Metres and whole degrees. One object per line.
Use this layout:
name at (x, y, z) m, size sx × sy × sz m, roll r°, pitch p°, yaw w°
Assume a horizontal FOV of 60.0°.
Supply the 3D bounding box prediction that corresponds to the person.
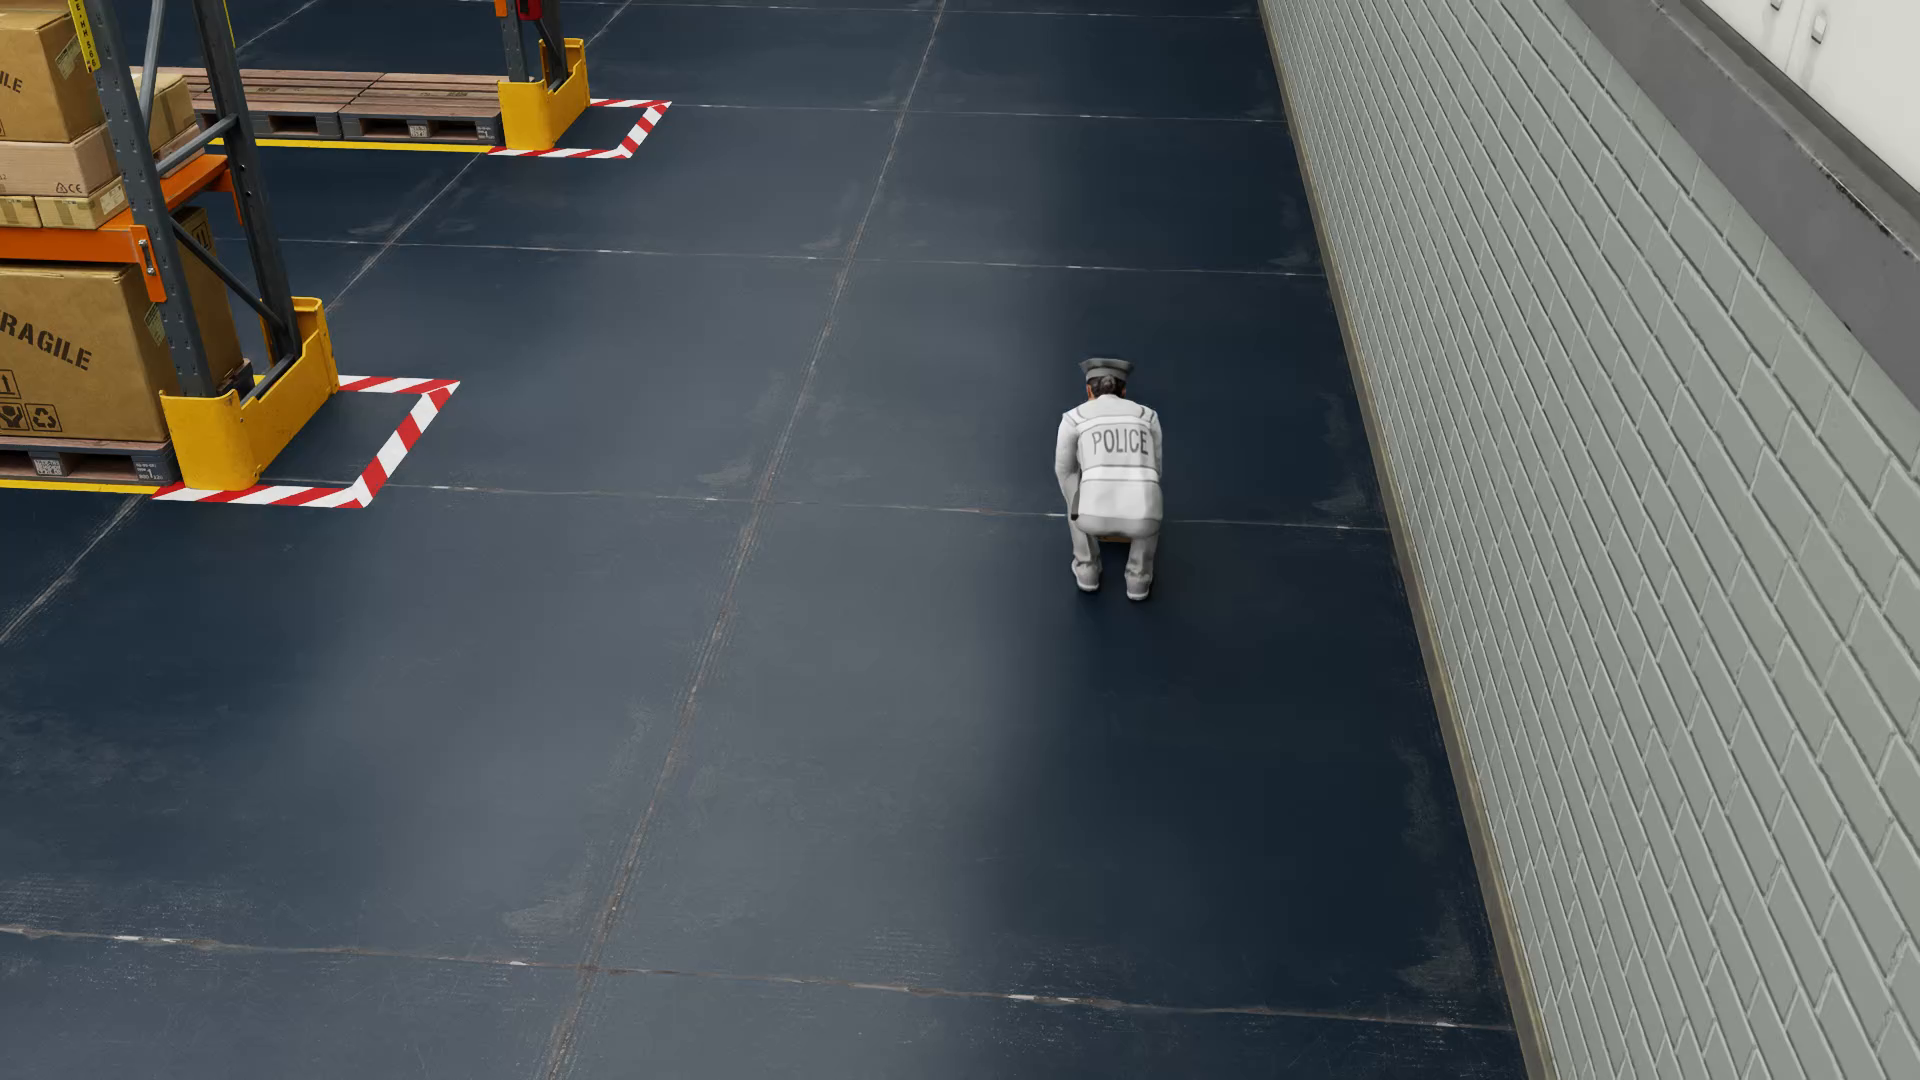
person at (0.656, -0.265, 7.256) m, size 0.489 × 0.928 × 0.852 m, roll 2°, pitch 32°, yaw 4°
